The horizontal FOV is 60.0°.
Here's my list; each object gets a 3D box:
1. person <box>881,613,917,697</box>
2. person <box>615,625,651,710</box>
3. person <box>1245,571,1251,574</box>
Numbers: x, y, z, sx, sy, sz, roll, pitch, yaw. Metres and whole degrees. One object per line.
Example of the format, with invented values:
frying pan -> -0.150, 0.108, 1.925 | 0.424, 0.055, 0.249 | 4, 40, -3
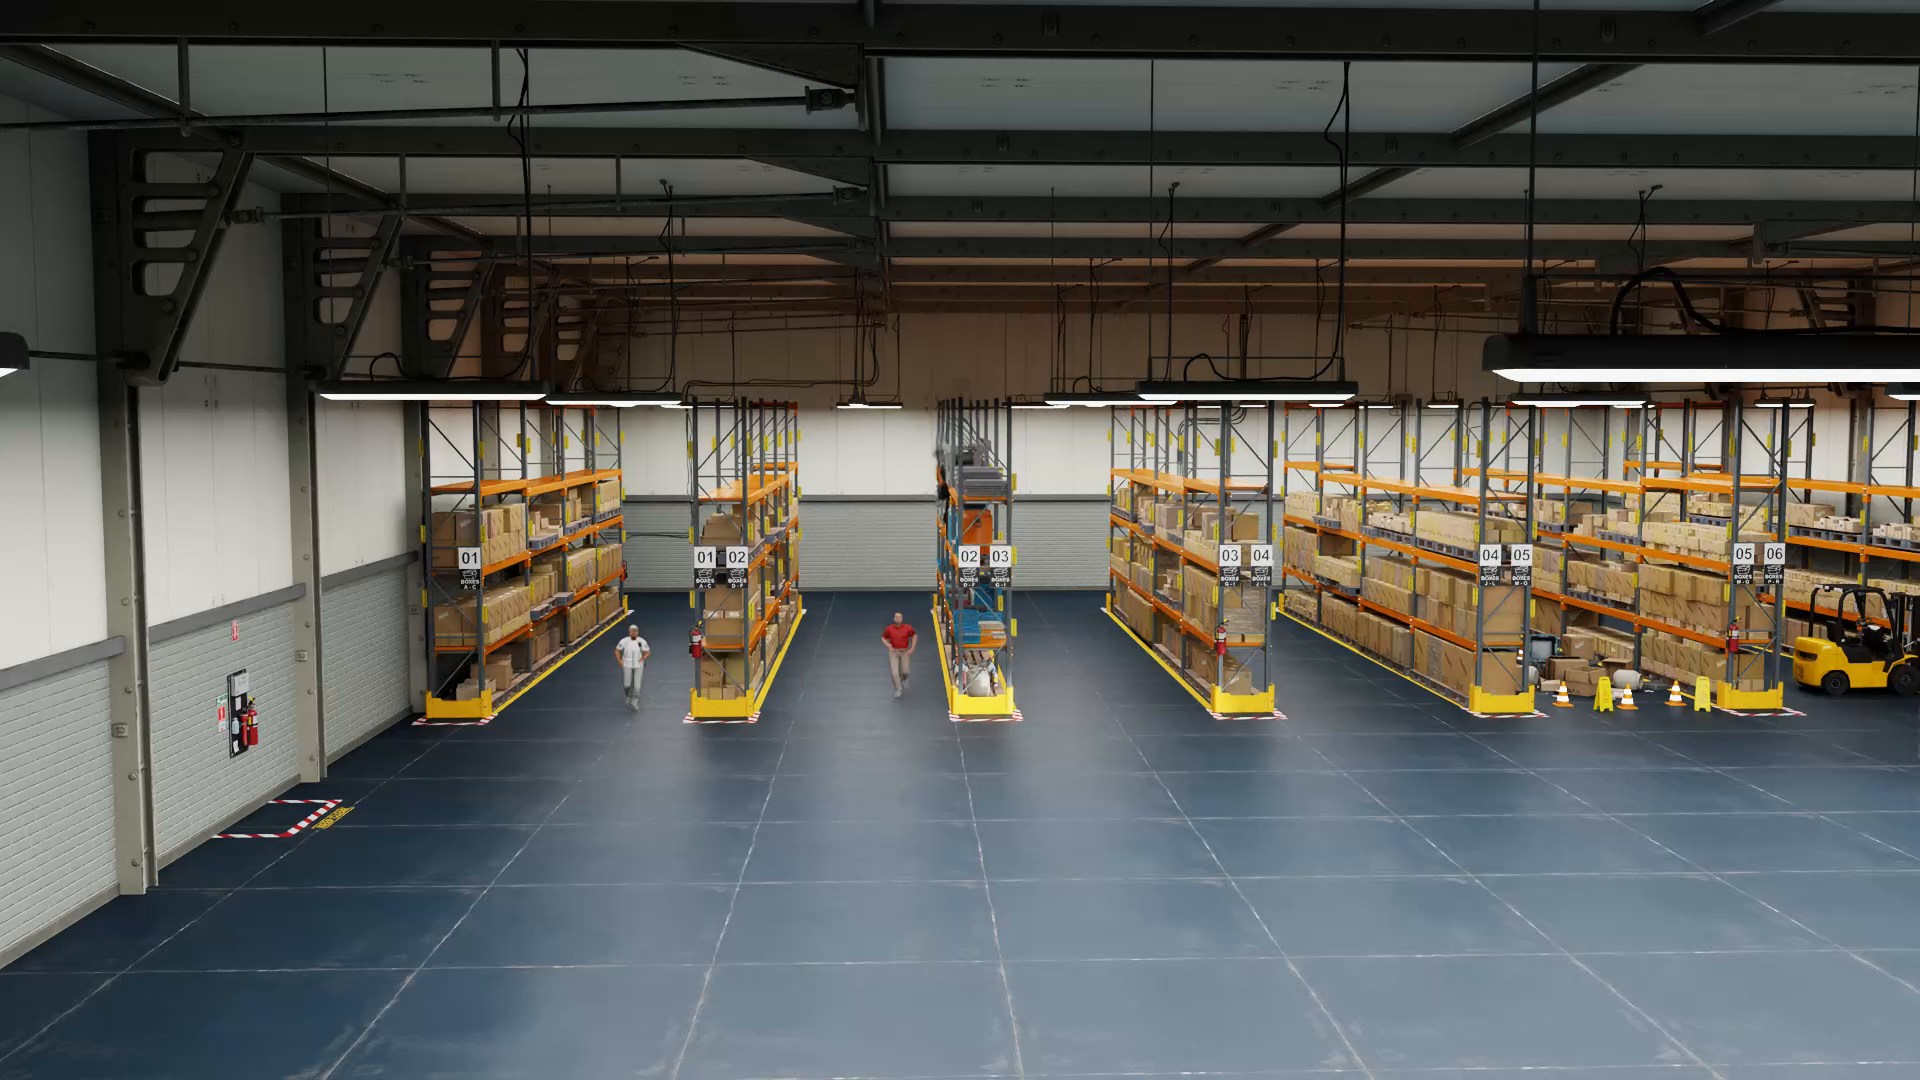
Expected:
person -> -1.227, 2.303, 33.451 | 0.719, 1.687, 0.551 | 0, 4, -1
person -> -6.264, 2.447, 31.892 | 0.667, 1.627, 0.506 | -1, 5, -12
person -> 8.008, 1.332, 46.231 | 0.613, 1.655, 0.497 | 0, 4, 6
